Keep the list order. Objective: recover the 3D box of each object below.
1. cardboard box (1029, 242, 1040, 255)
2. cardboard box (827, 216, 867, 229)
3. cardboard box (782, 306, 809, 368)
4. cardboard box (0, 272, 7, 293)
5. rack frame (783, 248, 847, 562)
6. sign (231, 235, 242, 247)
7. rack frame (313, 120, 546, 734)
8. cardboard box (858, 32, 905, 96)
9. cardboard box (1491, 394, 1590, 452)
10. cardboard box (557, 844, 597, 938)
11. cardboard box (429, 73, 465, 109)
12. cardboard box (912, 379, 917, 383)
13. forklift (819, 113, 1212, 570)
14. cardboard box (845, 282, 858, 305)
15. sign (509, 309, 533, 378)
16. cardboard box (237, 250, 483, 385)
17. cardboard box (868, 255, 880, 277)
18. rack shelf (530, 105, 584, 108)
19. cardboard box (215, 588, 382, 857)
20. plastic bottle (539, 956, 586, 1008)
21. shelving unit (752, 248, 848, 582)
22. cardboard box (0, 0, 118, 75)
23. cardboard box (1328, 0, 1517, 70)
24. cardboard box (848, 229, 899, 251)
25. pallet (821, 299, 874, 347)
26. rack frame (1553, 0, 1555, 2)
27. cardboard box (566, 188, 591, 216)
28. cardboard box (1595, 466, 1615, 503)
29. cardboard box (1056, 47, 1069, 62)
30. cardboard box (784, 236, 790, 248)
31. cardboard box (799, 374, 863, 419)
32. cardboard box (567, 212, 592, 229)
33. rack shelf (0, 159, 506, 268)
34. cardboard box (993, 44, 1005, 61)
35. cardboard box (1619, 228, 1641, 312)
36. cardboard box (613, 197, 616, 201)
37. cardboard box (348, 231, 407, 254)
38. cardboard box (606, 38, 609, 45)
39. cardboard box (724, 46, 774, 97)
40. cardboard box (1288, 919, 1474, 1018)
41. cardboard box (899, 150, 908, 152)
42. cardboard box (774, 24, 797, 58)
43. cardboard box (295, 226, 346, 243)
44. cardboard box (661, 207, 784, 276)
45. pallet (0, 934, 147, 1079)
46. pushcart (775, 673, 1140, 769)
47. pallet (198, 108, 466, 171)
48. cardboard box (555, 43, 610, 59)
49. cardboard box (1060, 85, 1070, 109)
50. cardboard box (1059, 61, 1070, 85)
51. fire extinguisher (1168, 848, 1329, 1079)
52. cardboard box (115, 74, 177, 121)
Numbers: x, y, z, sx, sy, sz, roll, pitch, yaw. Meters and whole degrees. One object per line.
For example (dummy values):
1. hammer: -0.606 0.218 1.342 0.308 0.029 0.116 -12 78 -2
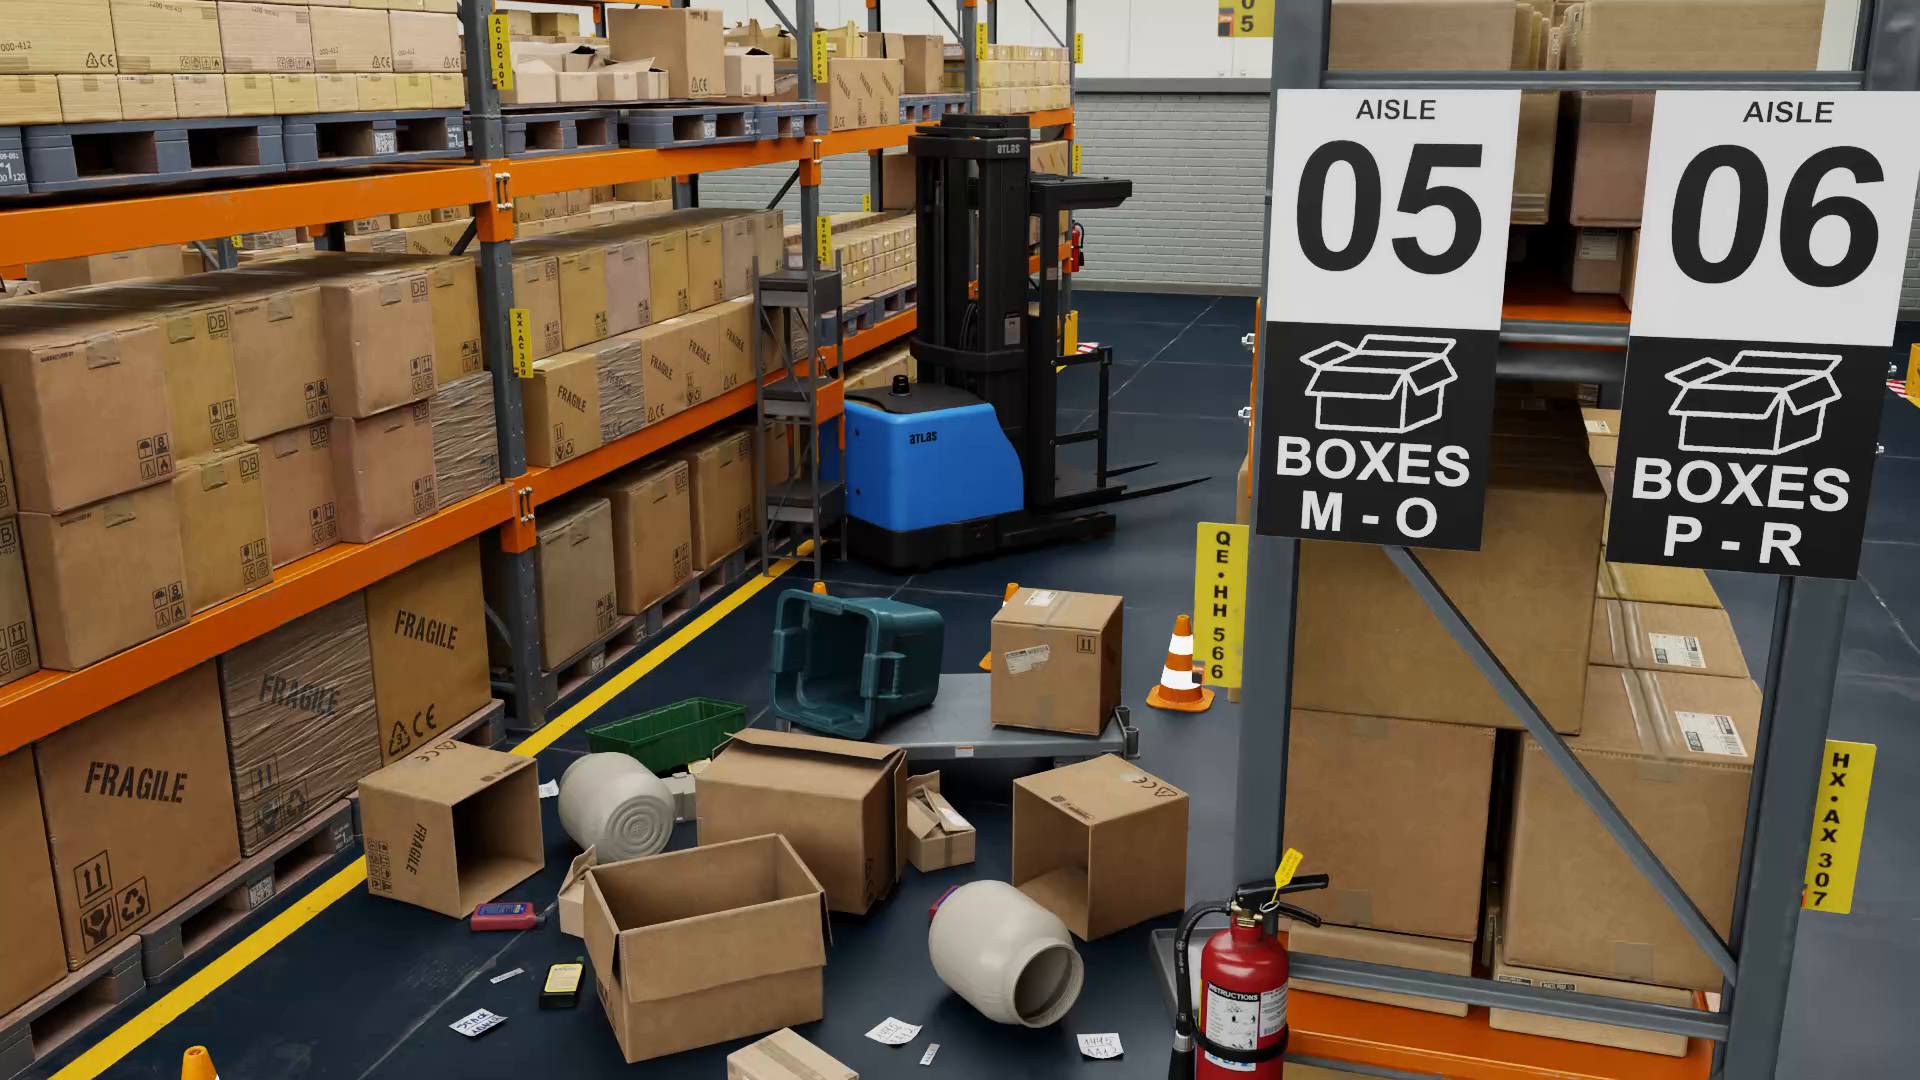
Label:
1. cardboard box: 0.660 -3.167 17.959 0.380 0.149 0.250 4 16 13
2. cardboard box: -1.041 -2.773 14.708 0.380 0.149 0.250 5 17 16
3. cardboard box: -1.346 -1.476 11.353 0.500 0.500 0.500 5 16 16
4. cardboard box: -6.935 -1.643 11.168 0.797 0.503 0.637 6 17 22
5. rack frame: -0.962 -0.881 11.087 0.400 2.100 0.015 5 17 16
6. sign: -5.679 -2.457 13.018 0.100 0.325 0.005 5 16 16
7. rack frame: -2.612 -0.520 8.166 1.000 3.000 0.127 5 16 16
8. cardboard box: -0.904 -3.914 13.675 0.797 0.503 0.637 4 16 15
9. cardboard box: 1.113 -0.071 4.021 0.700 0.500 0.500 5 17 16
10. cardboard box: -1.335 1.388 6.450 0.396 0.266 0.258 8 18 25
11. cardboard box: -2.409 -1.972 7.296 0.380 0.149 0.250 5 16 16
12. cardboard box: -0.604 -1.131 14.132 0.500 0.500 0.500 4 16 15
13. forklift: 0.505 -1.509 11.780 3.031 2.935 1.130 -11 19 -34
14. cardboard box: -1.002 -1.890 12.686 0.380 0.149 0.250 5 17 19
15. sign: -2.080 -0.932 7.886 0.100 0.325 0.005 5 16 16
16. cardboard box: -2.750 -1.018 7.667 0.875 0.550 0.550 5 16 16
17. cardboard box: -0.855 -2.174 13.143 0.380 0.149 0.250 5 16 16
18. rack shelf: -4.497 -4.644 18.528 1.077 0.370 4.000 5 16 16
19. cardboard box: -3.111 0.695 7.005 0.875 0.875 0.875 5 17 16
20. plastic bottle: -1.443 1.605 6.060 0.133 0.061 0.283 -1 16 -3
21. shelving unit: -1.034 -0.817 10.862 0.431 2.100 0.503 5 17 16
22. cardboard box: -3.080 -1.609 5.285 0.500 0.250 0.500 4 16 15
23. cardboard box: 0.839 -0.933 3.125 0.380 0.149 0.250 5 17 16
24. cardboard box: -0.712 -2.449 13.566 0.380 0.149 0.250 4 16 15
25. pallet: -1.375 -1.669 12.568 1.213 0.211 1.003 5 16 16
26. rack frame: 4.436 -5.142 13.466 1.000 3.000 0.127 5 16 16
27. cardboard box: -4.394 -3.826 18.177 0.500 0.500 0.500 4 16 14
28. cardboard box: 1.992 0.053 5.417 0.500 0.500 0.500 5 17 17
29. cardboard box: 0.985 -5.353 18.336 0.380 0.149 0.250 4 16 15
30. cardboard box: -1.555 -2.302 13.048 0.380 0.149 0.250 5 17 18
31. cardboard box: -1.047 -1.088 12.607 0.500 0.250 0.500 4 16 13
32. cardboard box: -4.393 -3.463 18.272 0.500 0.250 0.500 5 17 17
33. rack shelf: -3.181 -1.094 6.010 1.077 0.370 4.000 5 16 16
34. cardboard box: 0.220 -4.677 15.952 0.380 0.149 0.250 4 16 14
35. cardboard box: 1.431 -0.500 3.058 0.380 0.149 0.250 5 16 16
36. cardboard box: -4.324 -4.037 20.295 0.500 0.250 0.500 4 16 14
37. cardboard box: -5.373 -2.532 15.075 0.500 0.500 0.500 5 16 16
38. cardboard box: -4.301 -5.534 19.209 0.700 0.500 0.500 4 16 14
39. cardboard box: -1.485 -2.920 10.341 0.500 0.311 0.500 5 16 16
40. cardboard box: 0.927 0.890 3.654 0.380 0.149 0.250 5 17 18
41. cardboard box: -0.323 -3.565 16.340 0.500 0.500 0.500 4 16 14
42. cardboard box: -1.264 -3.890 12.964 0.396 0.266 0.258 5 16 16
43. cardboard box: -5.791 -2.869 14.424 0.797 0.503 0.637 5 17 17
44. cardboard box: -1.613 -1.979 11.294 0.700 0.500 0.500 5 16 16
45. pallet: -3.597 1.653 5.616 1.003 0.211 1.213 5 16 16
46. pushcart: -0.038 0.935 7.841 1.648 0.377 0.936 -1 16 -3
47. pallet: -2.855 -1.707 7.017 1.003 0.211 1.213 5 16 16
48. cardboard box: -2.180 -2.779 9.844 0.500 0.311 0.500 4 16 15
49. cardboard box: 0.922 -4.891 18.354 0.500 0.250 0.500 4 16 15
50. cardboard box: 0.911 -5.131 18.283 0.500 0.250 0.500 4 16 14
51. fire extinguisher: 0.551 0.915 3.247 0.296 0.674 0.183 5 16 16
52. cardboard box: -2.914 -1.508 5.658 0.380 0.149 0.250 5 17 16
